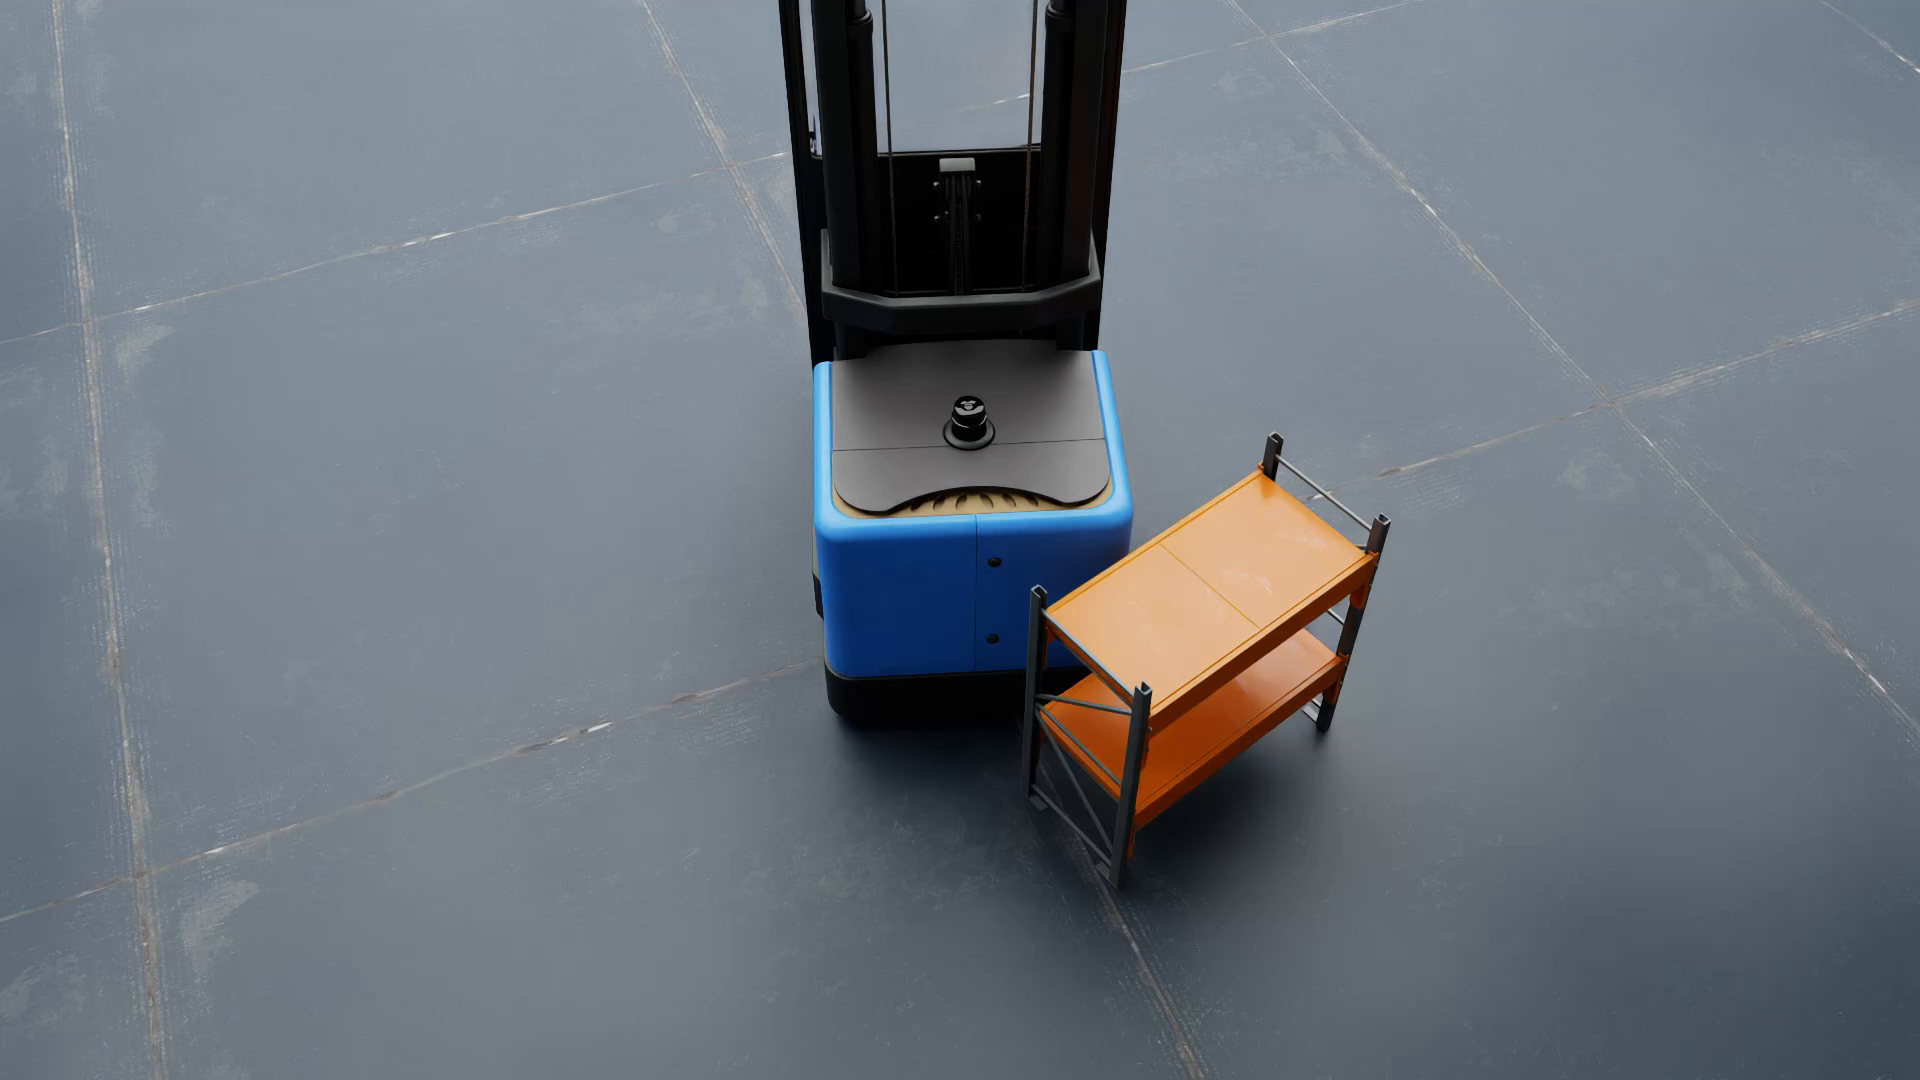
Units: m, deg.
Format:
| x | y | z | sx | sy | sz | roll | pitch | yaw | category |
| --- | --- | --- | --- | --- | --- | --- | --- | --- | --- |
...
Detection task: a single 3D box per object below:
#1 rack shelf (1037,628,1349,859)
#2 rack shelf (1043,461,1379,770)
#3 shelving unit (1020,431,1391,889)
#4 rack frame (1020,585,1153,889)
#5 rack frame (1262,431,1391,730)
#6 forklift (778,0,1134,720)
| x | y | z | sx | sy | sz | roll | pitch | yaw | category |
| --- | --- | --- | --- | --- | --- | --- | --- | --- | --- |
| 0.775 | 0.569 | 5.683 | 1.000 | 0.278 | 0.538 | -32 | 56 | -24 | rack shelf |
| 0.775 | 0.219 | 5.275 | 1.000 | 0.278 | 0.538 | -32 | 56 | -24 | rack shelf |
| 0.775 | 0.410 | 5.497 | 1.048 | 1.125 | 0.538 | -32 | 56 | -24 | shelving unit |
| 0.381 | 0.653 | 5.288 | 0.032 | 1.125 | 0.500 | -32 | 56 | -24 | rack frame |
| 1.169 | 0.166 | 5.706 | 0.032 | 1.125 | 0.500 | -32 | 56 | -24 | rack frame |
| -0.038 | -1.432 | 5.888 | 1.130 | 2.935 | 3.031 | -3 | 49 | -2 | forklift |
